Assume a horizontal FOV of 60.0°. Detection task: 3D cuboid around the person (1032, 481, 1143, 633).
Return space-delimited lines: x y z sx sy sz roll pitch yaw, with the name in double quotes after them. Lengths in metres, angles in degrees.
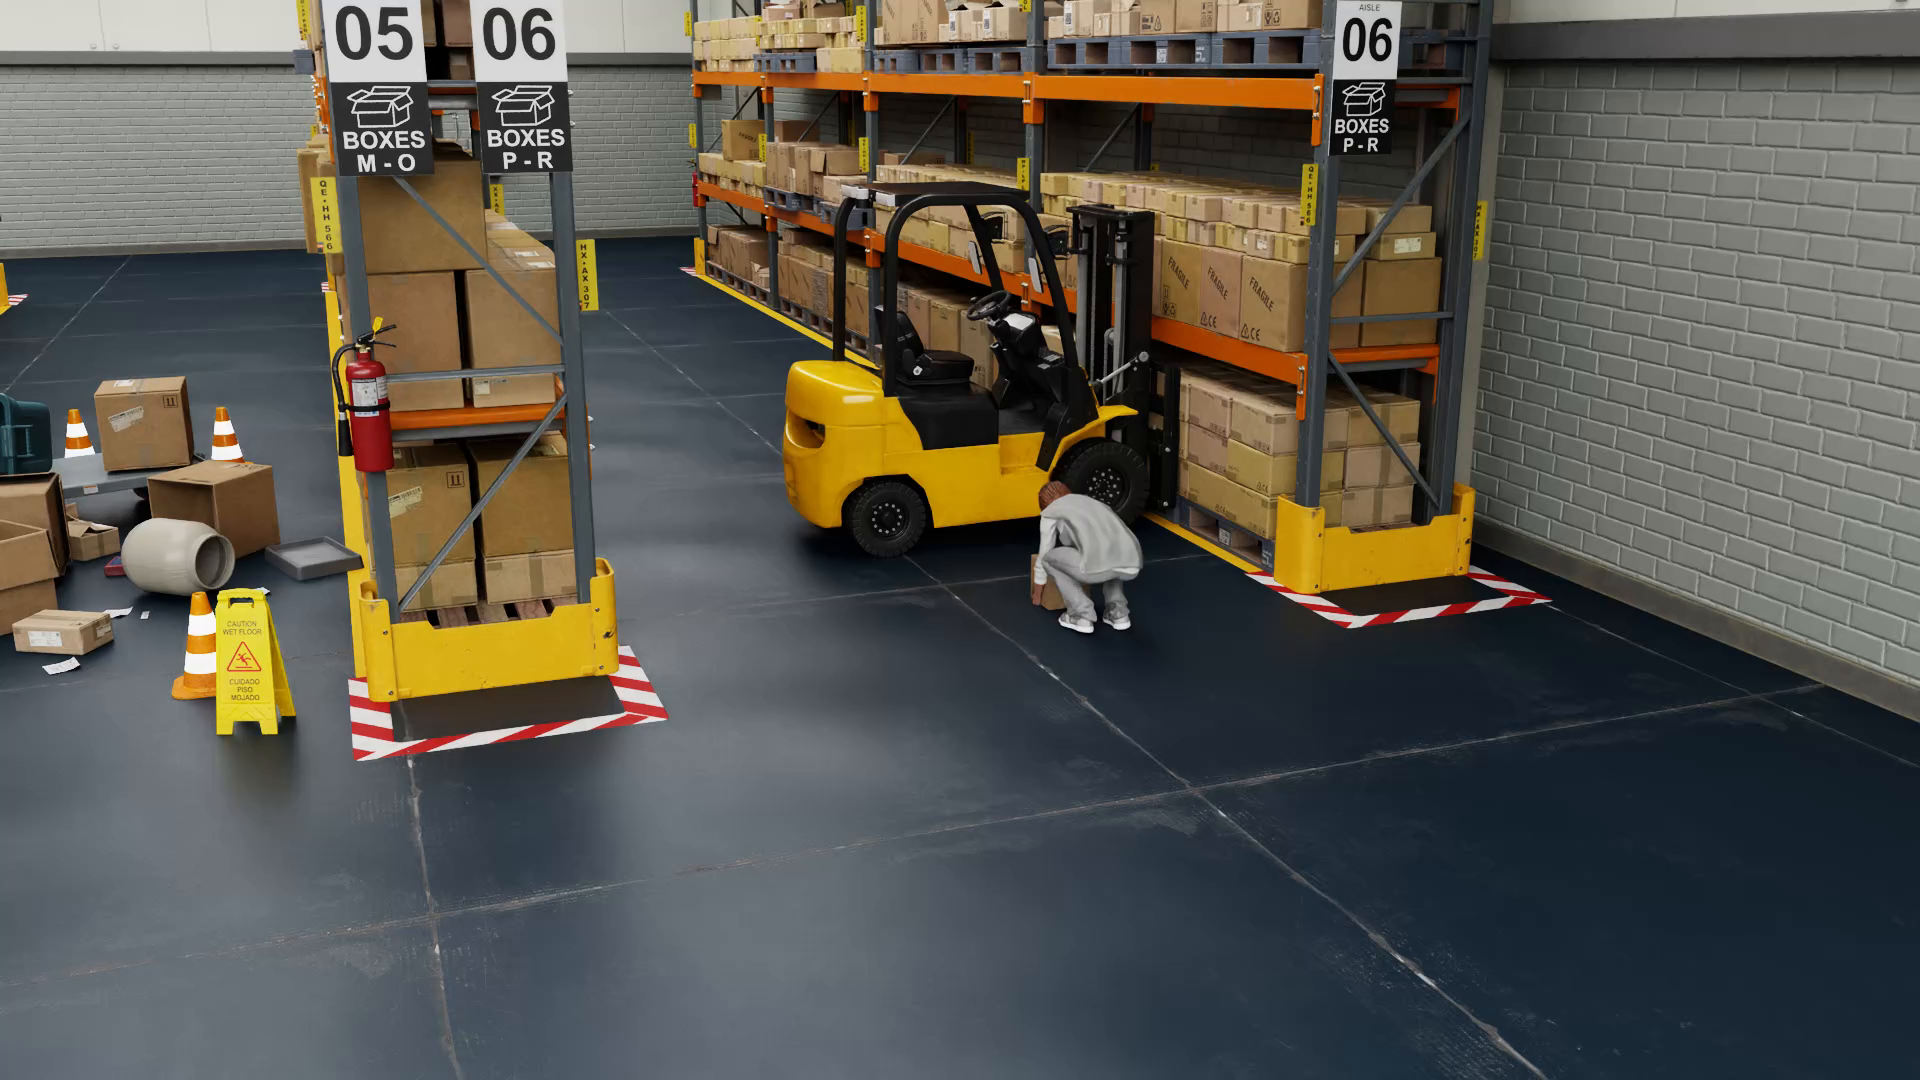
0.664 0.121 8.883 0.430 0.747 0.843 -6 17 -21 "person"
